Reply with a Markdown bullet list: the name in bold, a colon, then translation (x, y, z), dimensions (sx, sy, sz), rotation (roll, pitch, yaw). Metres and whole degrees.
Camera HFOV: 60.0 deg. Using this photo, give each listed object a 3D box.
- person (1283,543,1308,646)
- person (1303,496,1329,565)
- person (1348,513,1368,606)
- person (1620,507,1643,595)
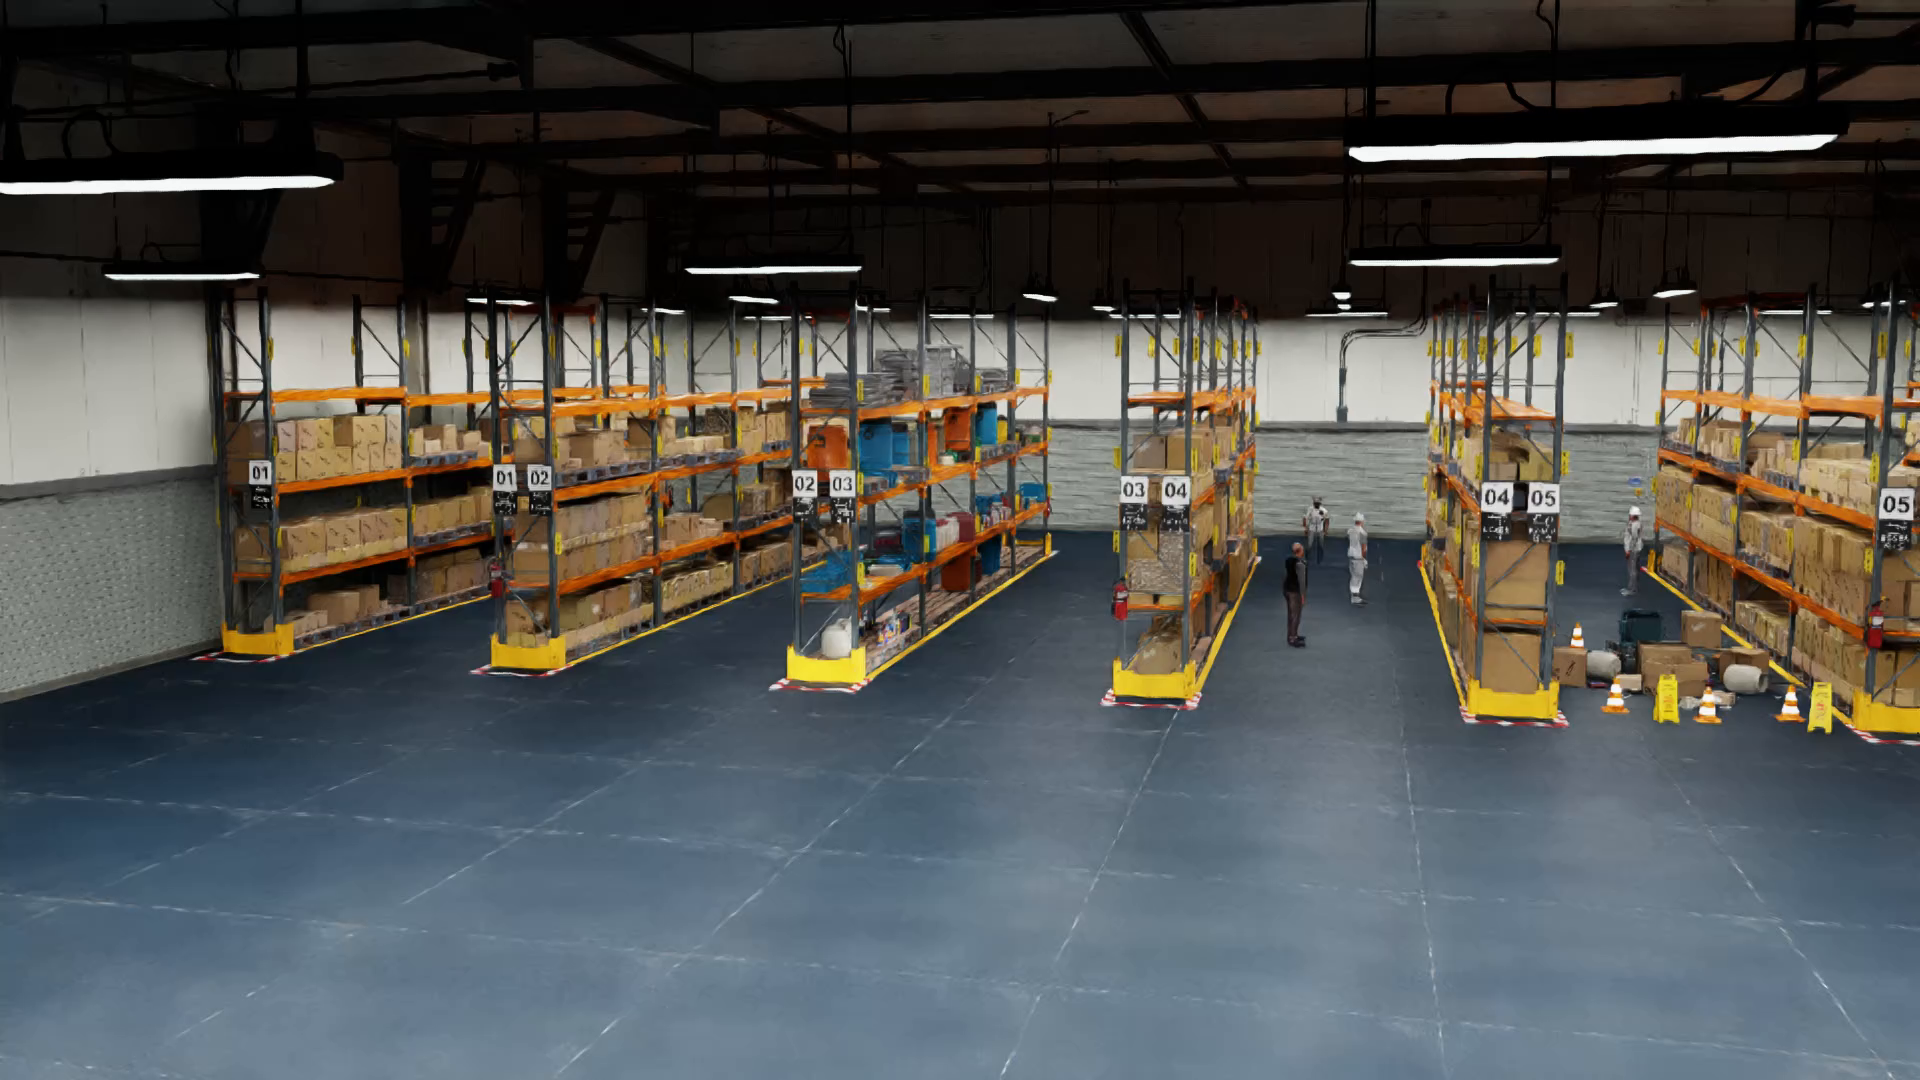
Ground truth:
- **person**: translation (5.723, 0.901, 28.143), dimensions (0.462, 1.731, 0.598), rotation (-2, 7, -13)
- **person**: translation (8.267, -0.233, 38.628), dimensions (0.592, 1.629, 0.532), rotation (1, 7, 11)
- **person**: translation (7.822, 0.363, 32.533), dimensions (0.451, 1.789, 0.605), rotation (-2, 7, -16)
- **person**: translation (13.735, 0.225, 33.979), dimensions (0.410, 1.813, 0.581), rotation (4, 8, 29)
